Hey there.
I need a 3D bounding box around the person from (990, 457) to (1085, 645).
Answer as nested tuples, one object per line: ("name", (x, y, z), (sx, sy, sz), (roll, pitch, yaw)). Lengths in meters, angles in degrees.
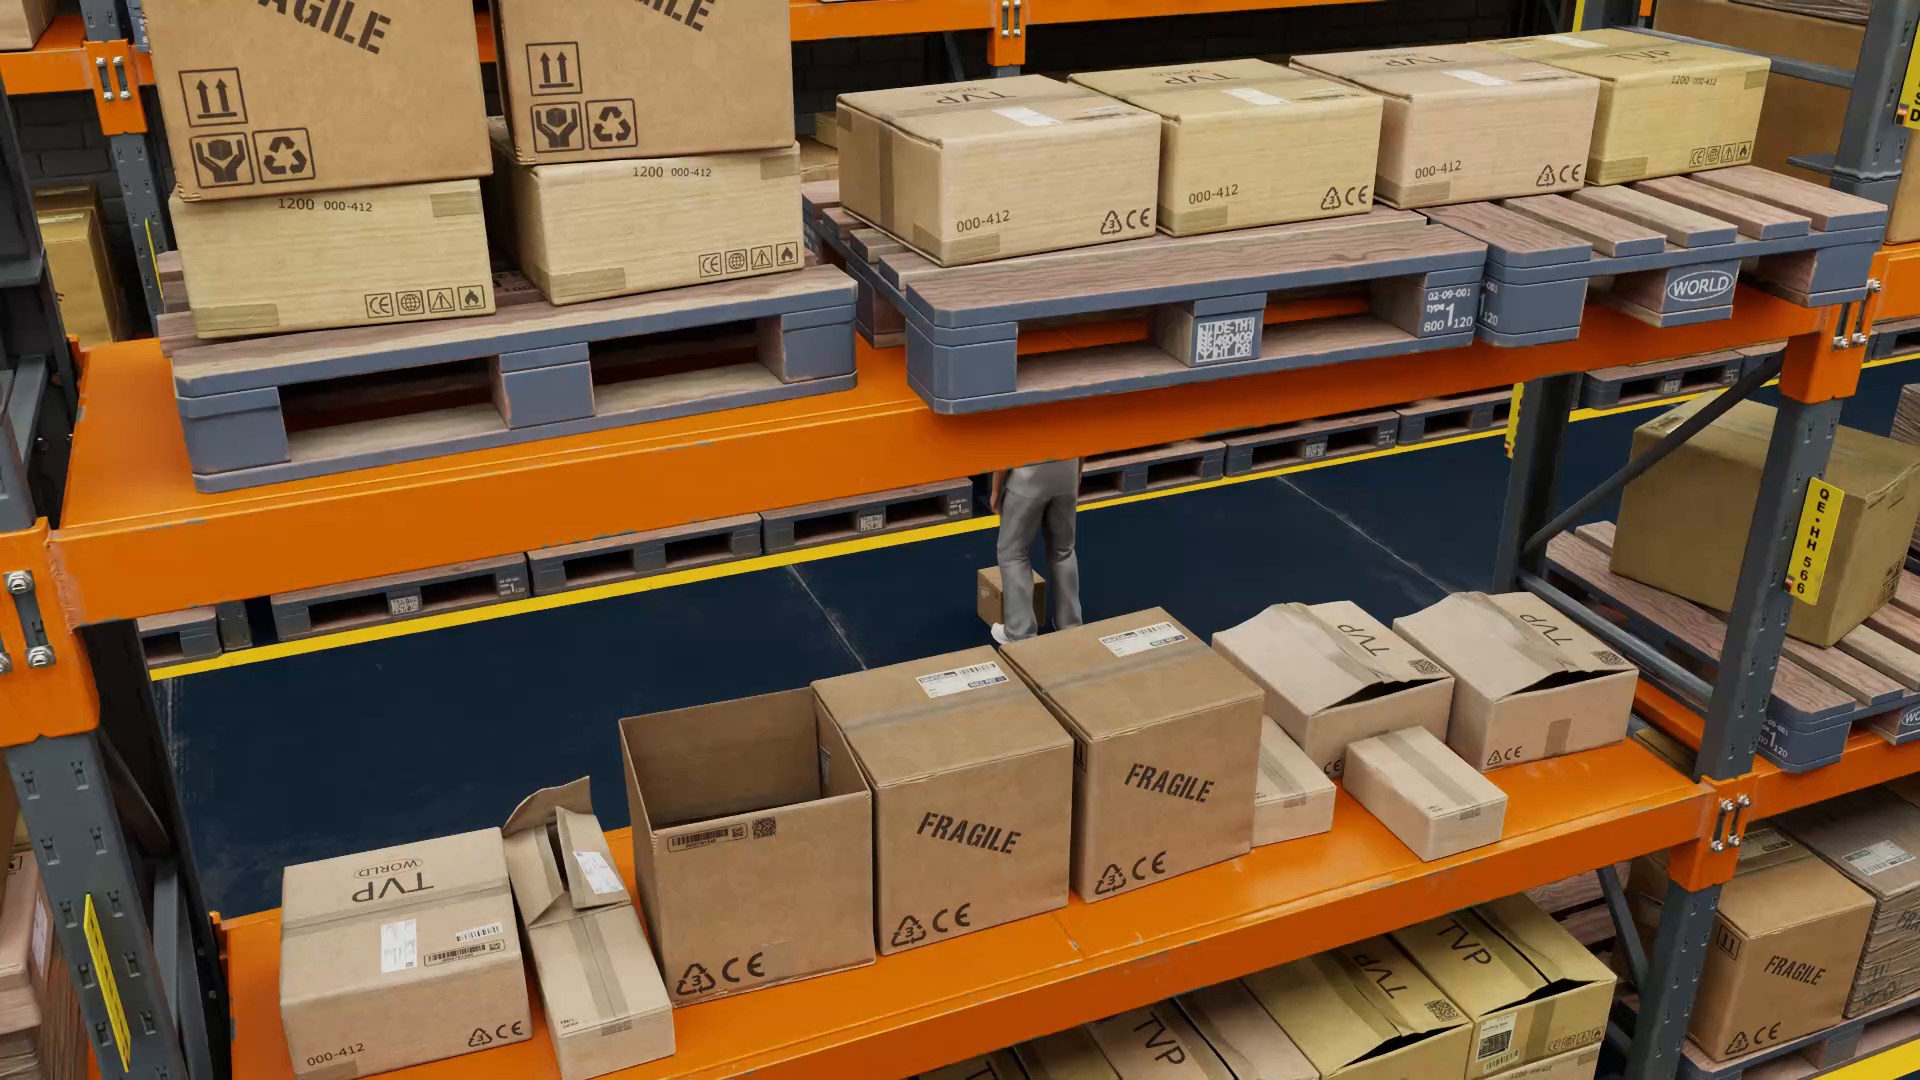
("person", (0.360, -0.256, 7.641), (0.503, 1.671, 0.366), (-12, 29, -23))
